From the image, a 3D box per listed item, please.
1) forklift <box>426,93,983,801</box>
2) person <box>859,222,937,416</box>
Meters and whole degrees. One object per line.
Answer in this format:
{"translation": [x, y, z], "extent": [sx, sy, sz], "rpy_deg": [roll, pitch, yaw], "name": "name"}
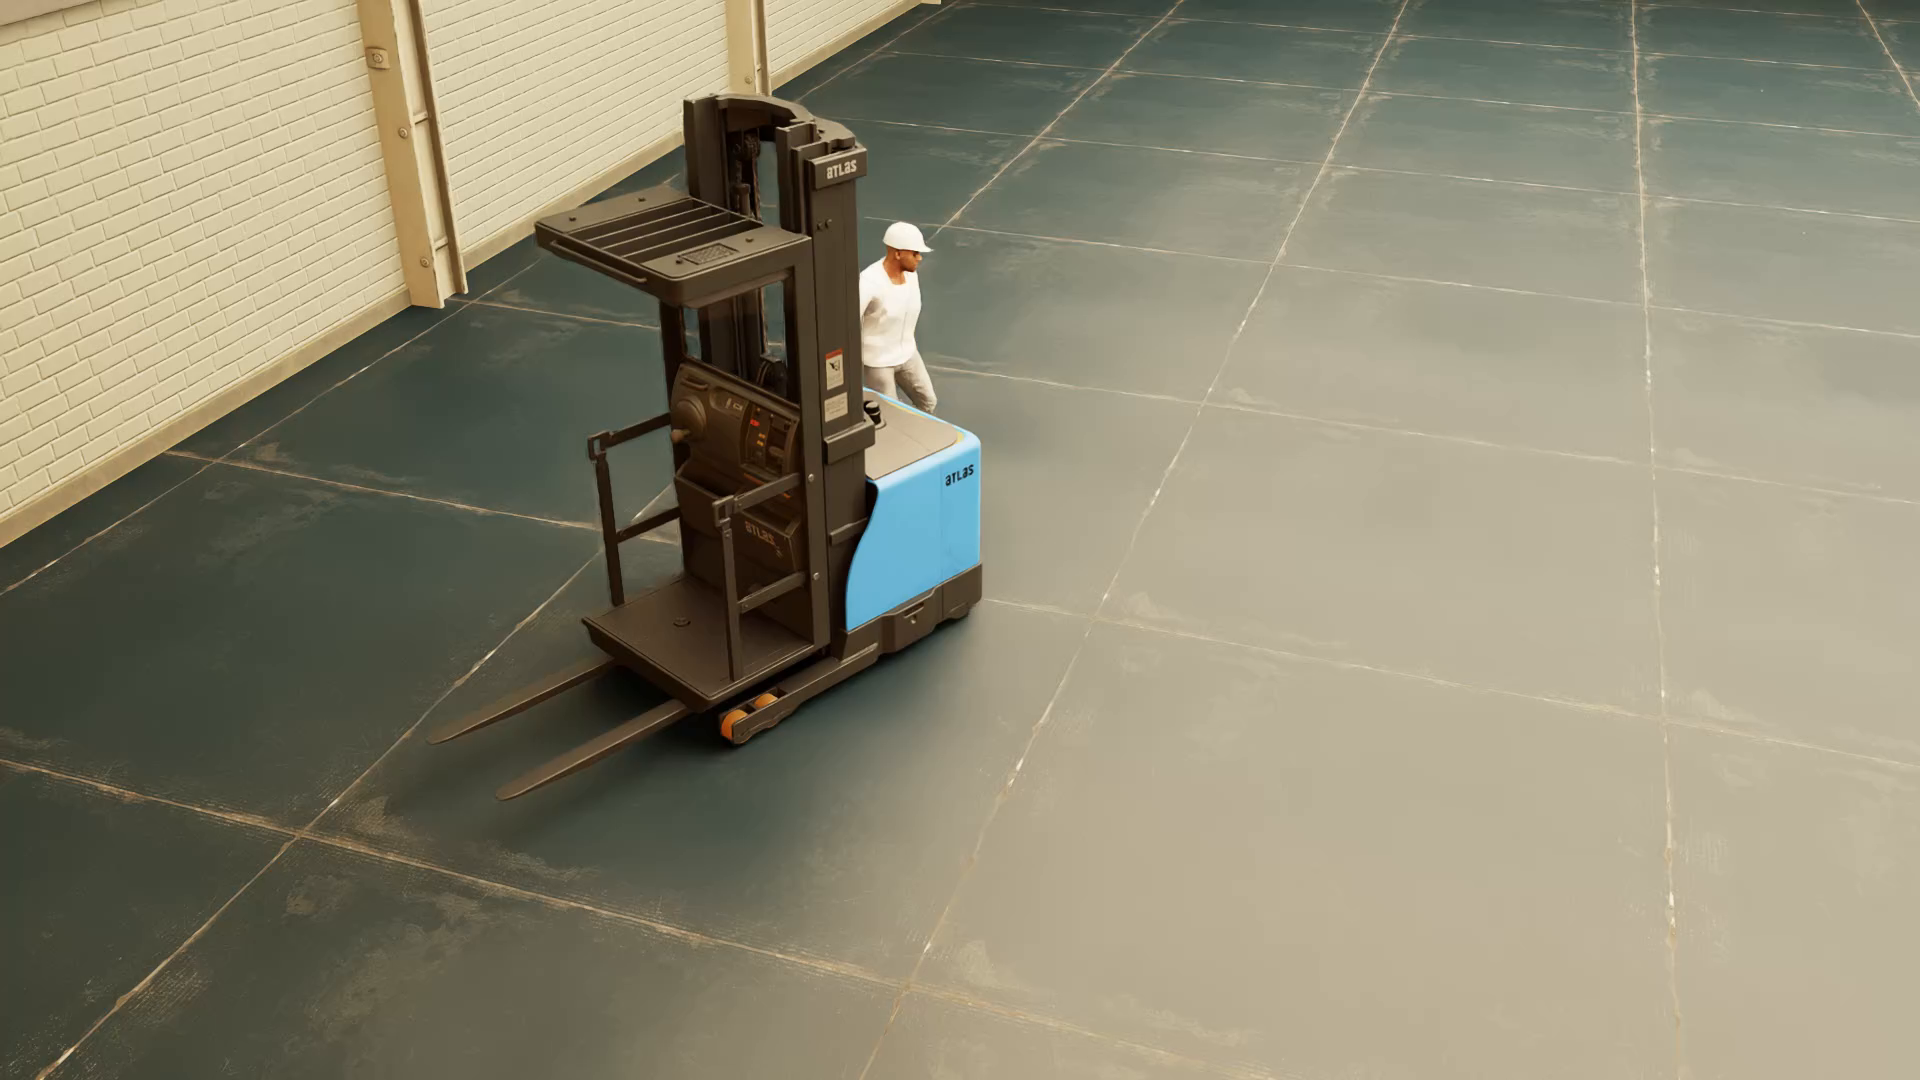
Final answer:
{"translation": [-1.265, -0.544, 8.091], "extent": [1.130, 2.935, 3.031], "rpy_deg": [26, 39, 37], "name": "forklift"}
{"translation": [-0.430, -1.144, 10.376], "extent": [0.472, 1.733, 0.893], "rpy_deg": [21, 36, 32], "name": "person"}
